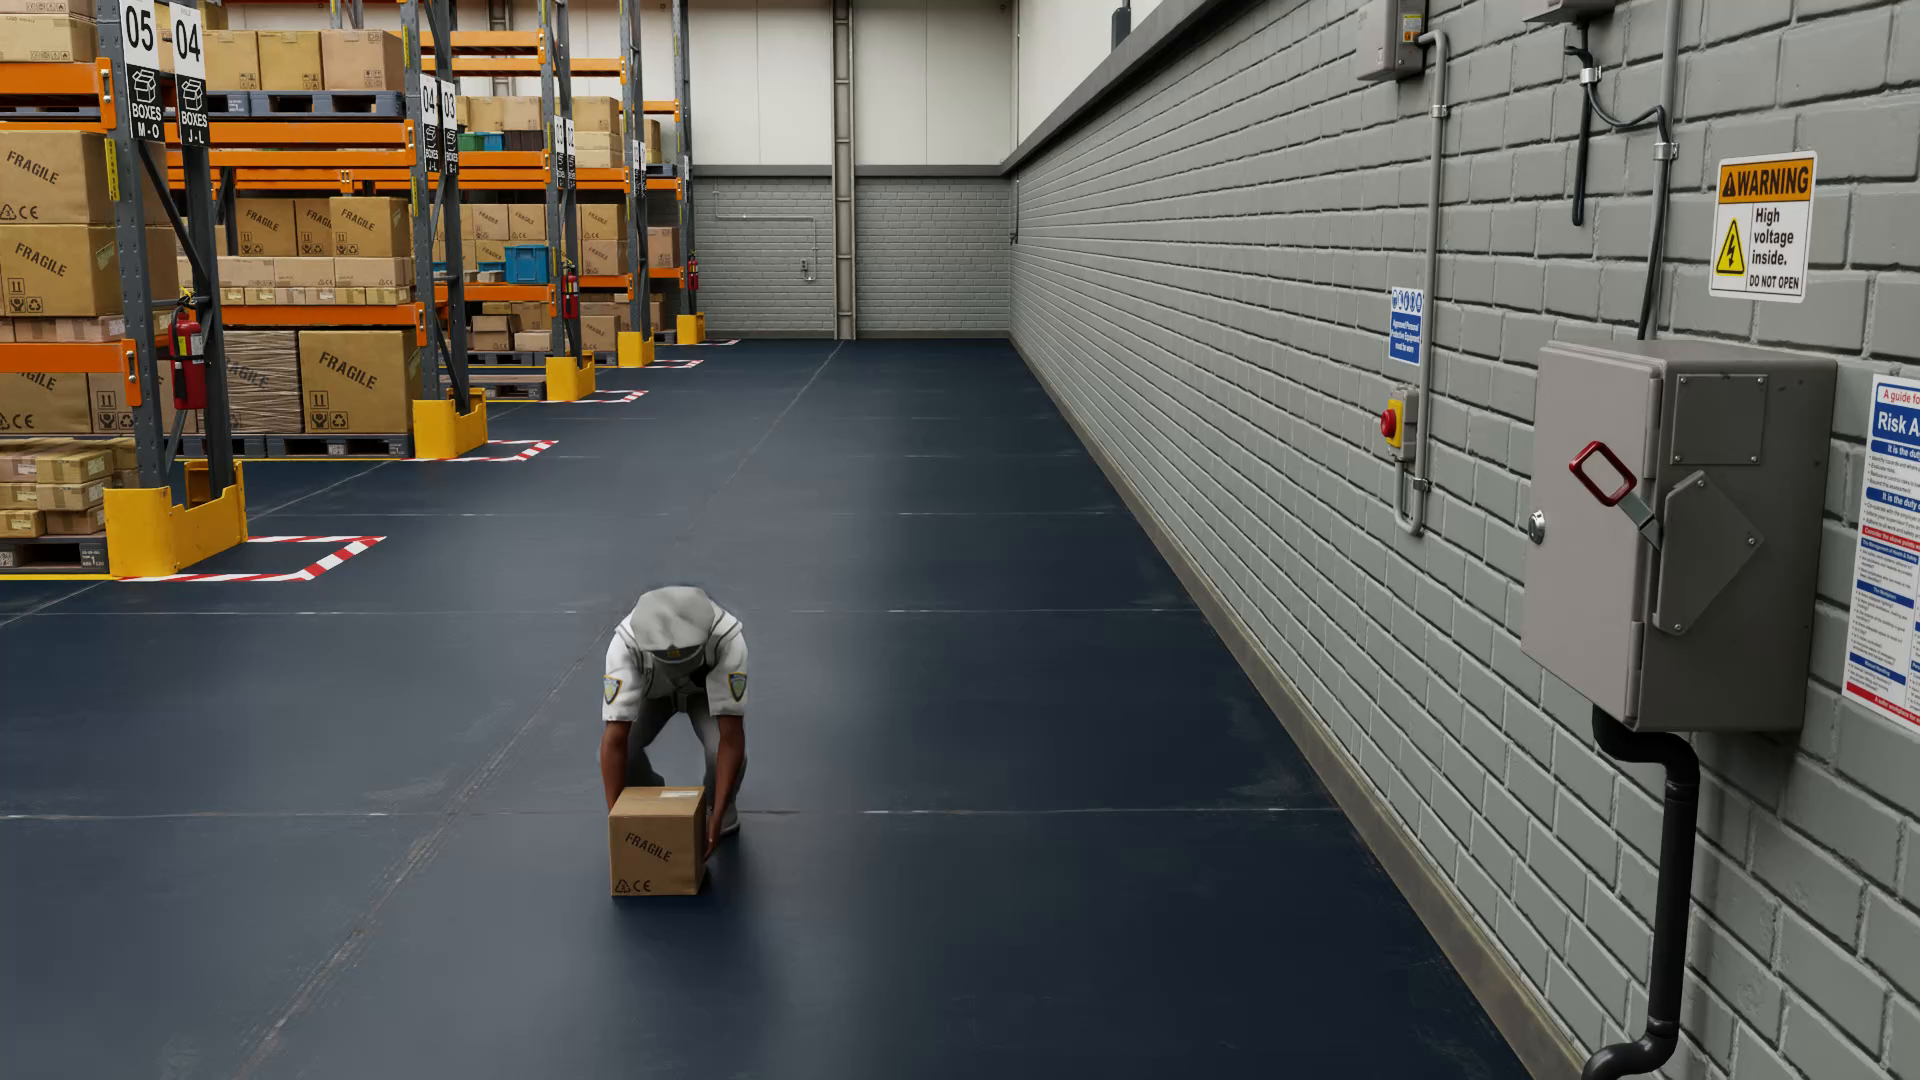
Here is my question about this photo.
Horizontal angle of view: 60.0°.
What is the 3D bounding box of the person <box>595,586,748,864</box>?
[{"bbox_3d":[-0.895,0.527,5.233,0.484,0.885,0.867,0,10,-1],"label":"person"}]
